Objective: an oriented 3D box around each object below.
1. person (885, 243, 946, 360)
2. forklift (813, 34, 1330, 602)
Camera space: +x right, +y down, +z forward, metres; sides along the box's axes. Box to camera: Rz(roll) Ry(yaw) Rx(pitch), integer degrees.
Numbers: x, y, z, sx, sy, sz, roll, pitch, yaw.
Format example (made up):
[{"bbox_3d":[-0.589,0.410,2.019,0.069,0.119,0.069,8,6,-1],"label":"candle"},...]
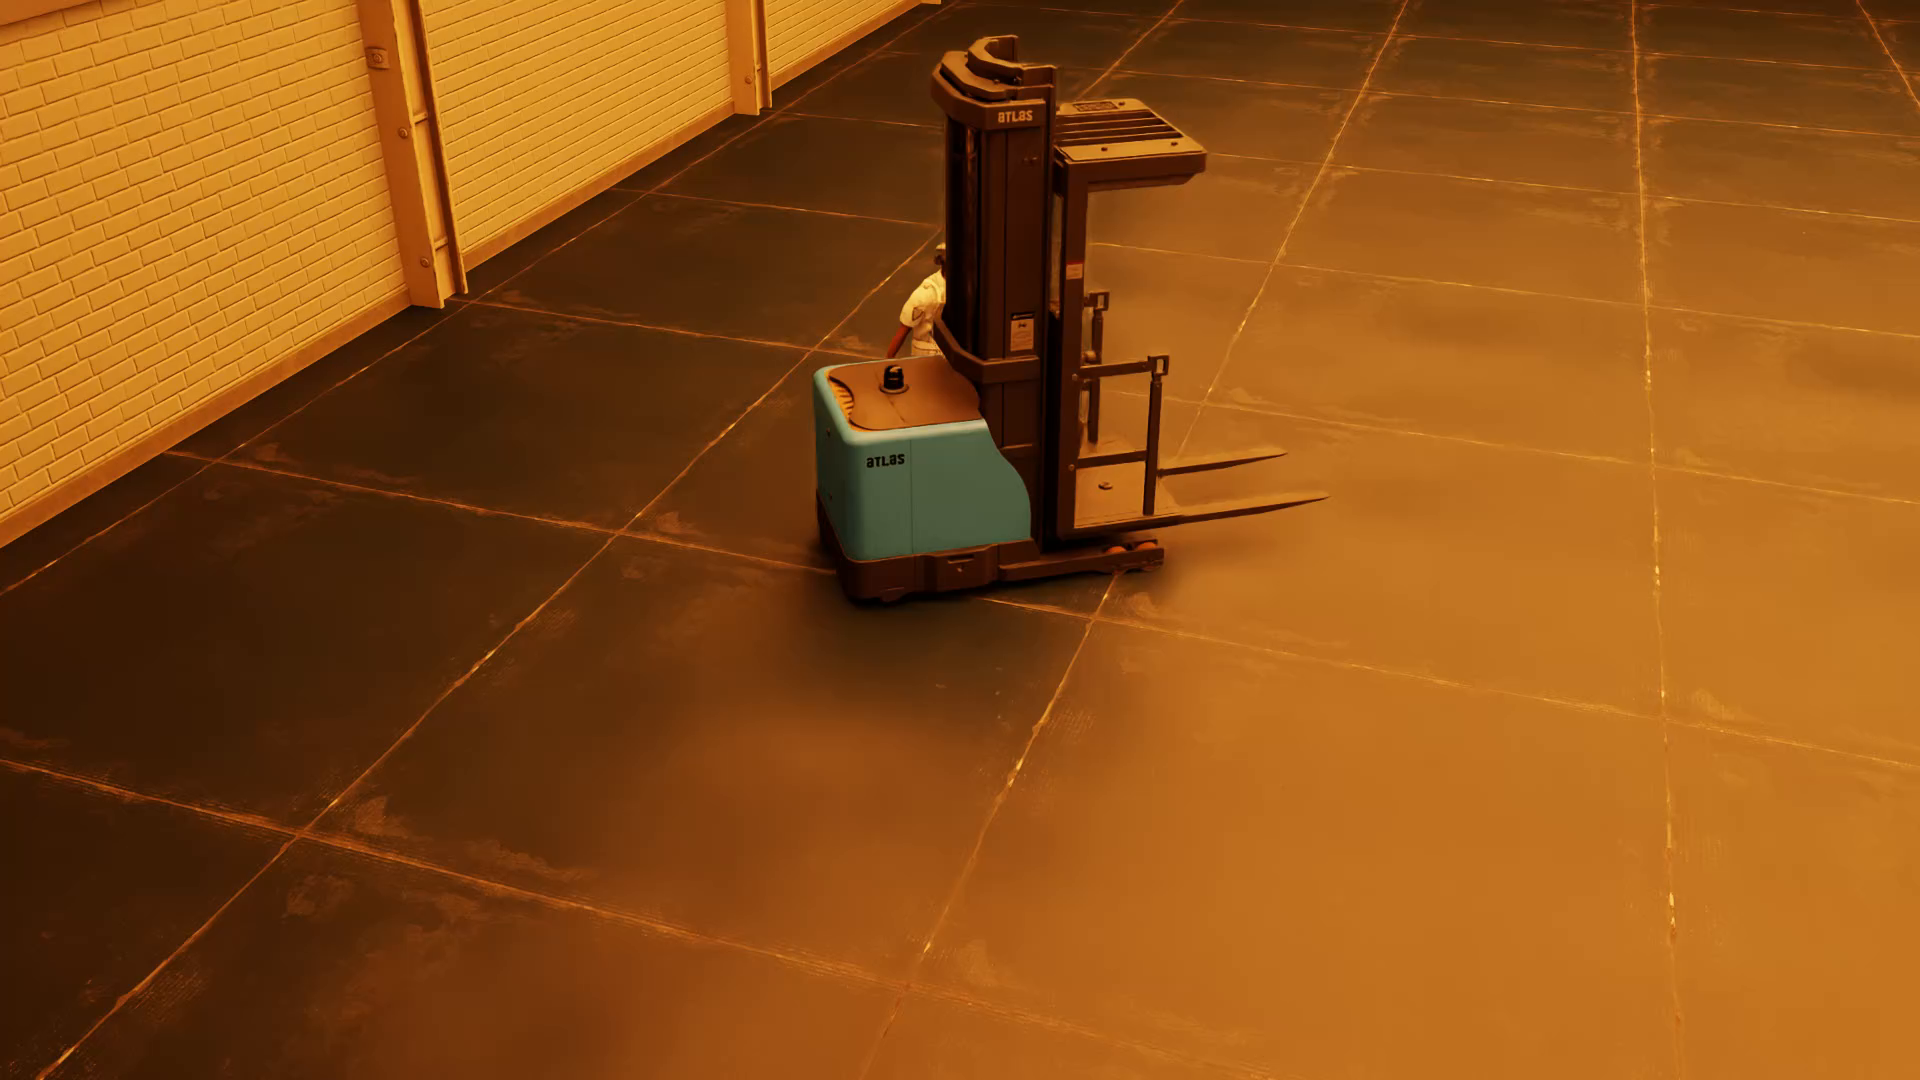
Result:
[{"bbox_3d":[-0.165,-1.100,10.460,0.817,1.635,0.470,-21,36,-32],"label":"person"},{"bbox_3d":[0.707,-1.312,9.438,3.031,2.935,1.130,-8,31,-13],"label":"forklift"}]
